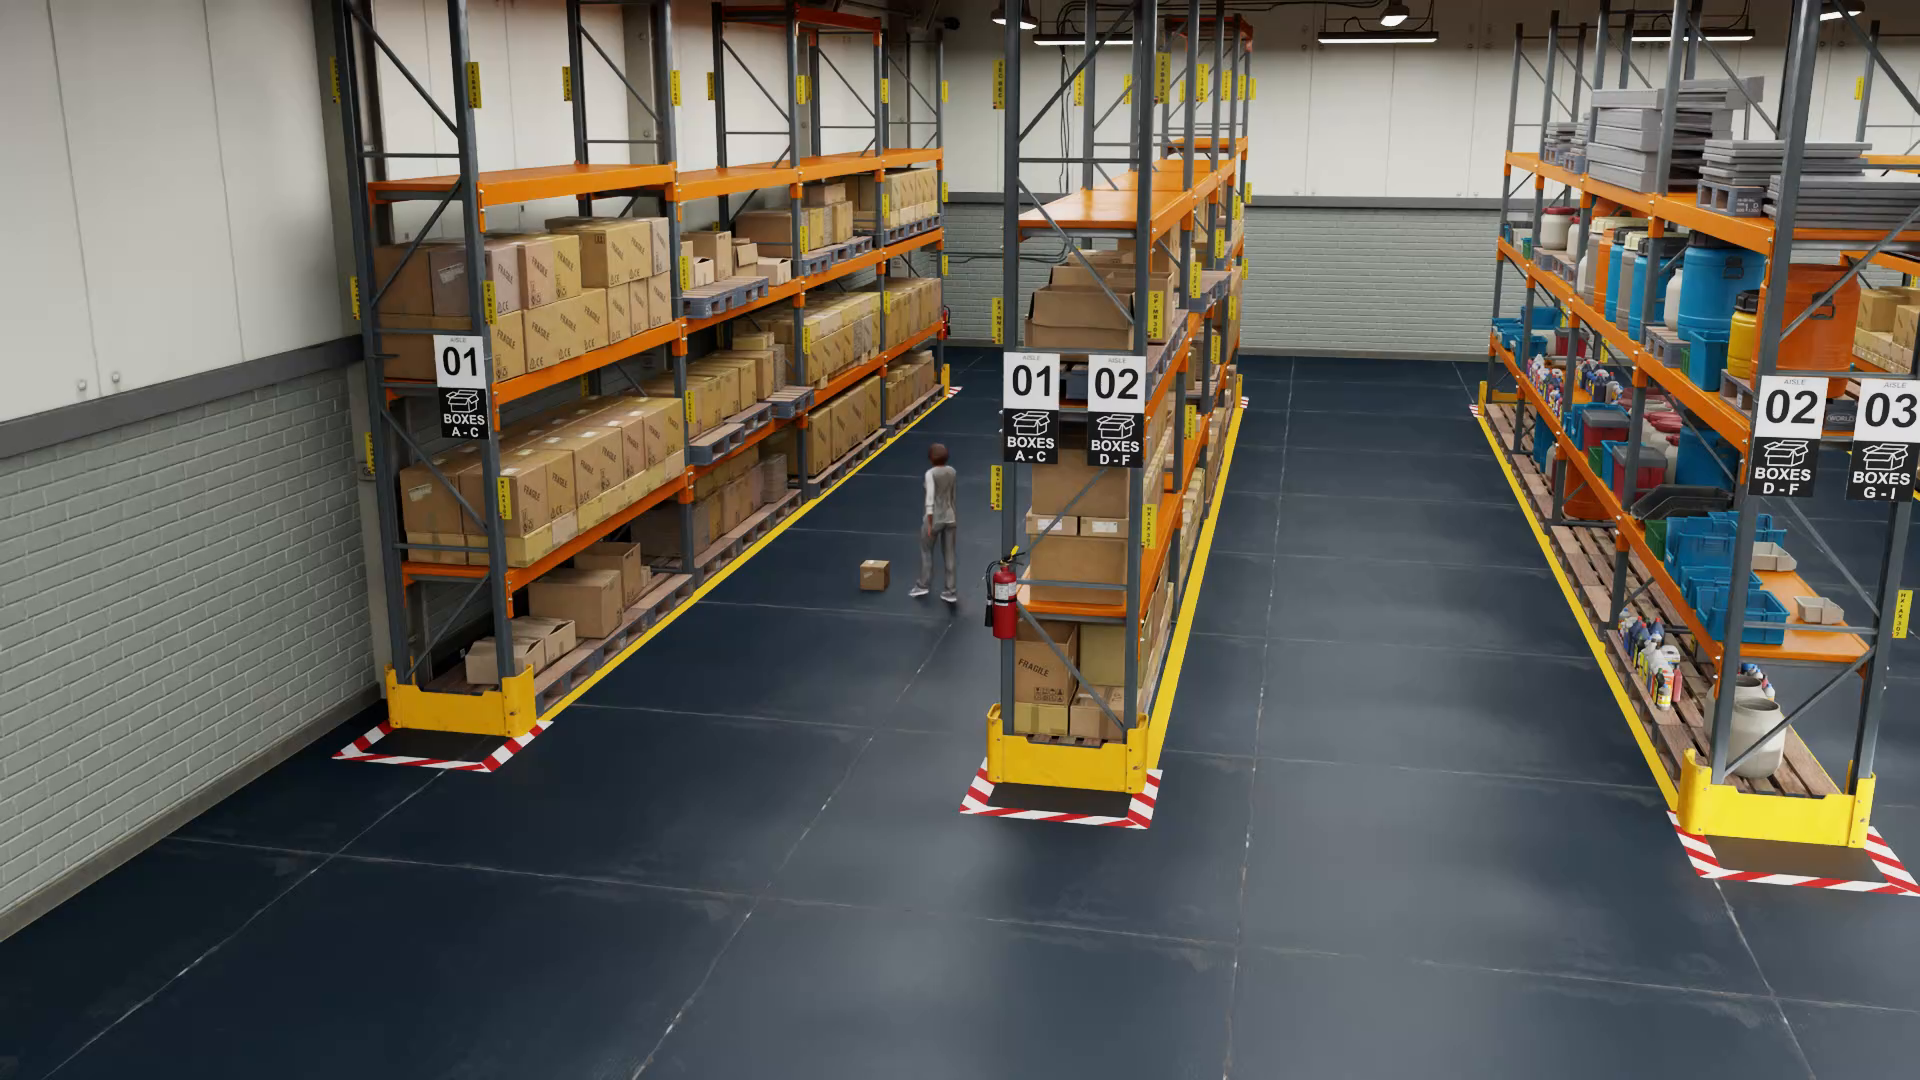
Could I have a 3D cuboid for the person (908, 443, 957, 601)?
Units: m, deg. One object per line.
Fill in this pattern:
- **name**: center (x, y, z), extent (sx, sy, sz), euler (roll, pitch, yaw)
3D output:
- **person**: center (-0.225, -0.176, 16.691), extent (0.419, 1.611, 0.618), euler (-9, 18, -32)
